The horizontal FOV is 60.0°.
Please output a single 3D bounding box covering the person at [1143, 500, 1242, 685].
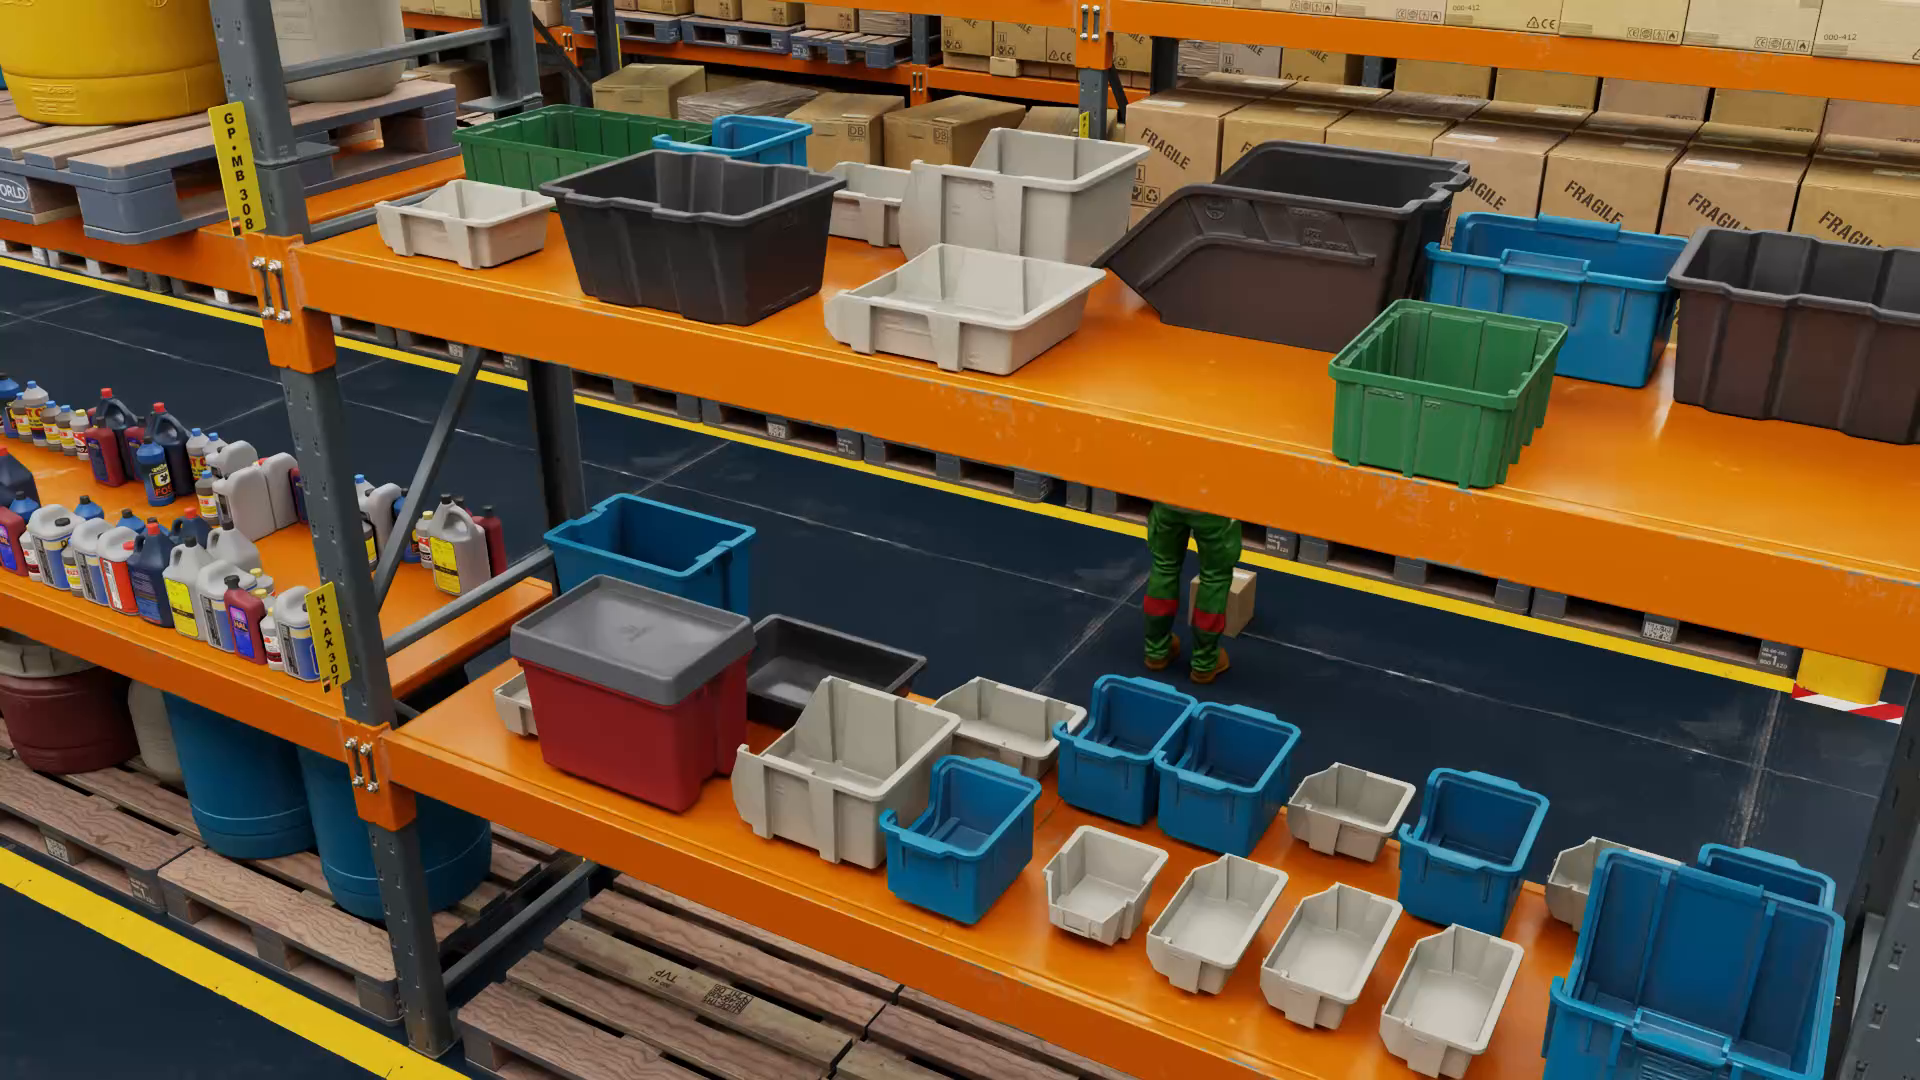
[{"bbox_3d":[1.048,-0.206,7.527,0.533,1.766,0.388,15,30,27],"label":"person"}]
